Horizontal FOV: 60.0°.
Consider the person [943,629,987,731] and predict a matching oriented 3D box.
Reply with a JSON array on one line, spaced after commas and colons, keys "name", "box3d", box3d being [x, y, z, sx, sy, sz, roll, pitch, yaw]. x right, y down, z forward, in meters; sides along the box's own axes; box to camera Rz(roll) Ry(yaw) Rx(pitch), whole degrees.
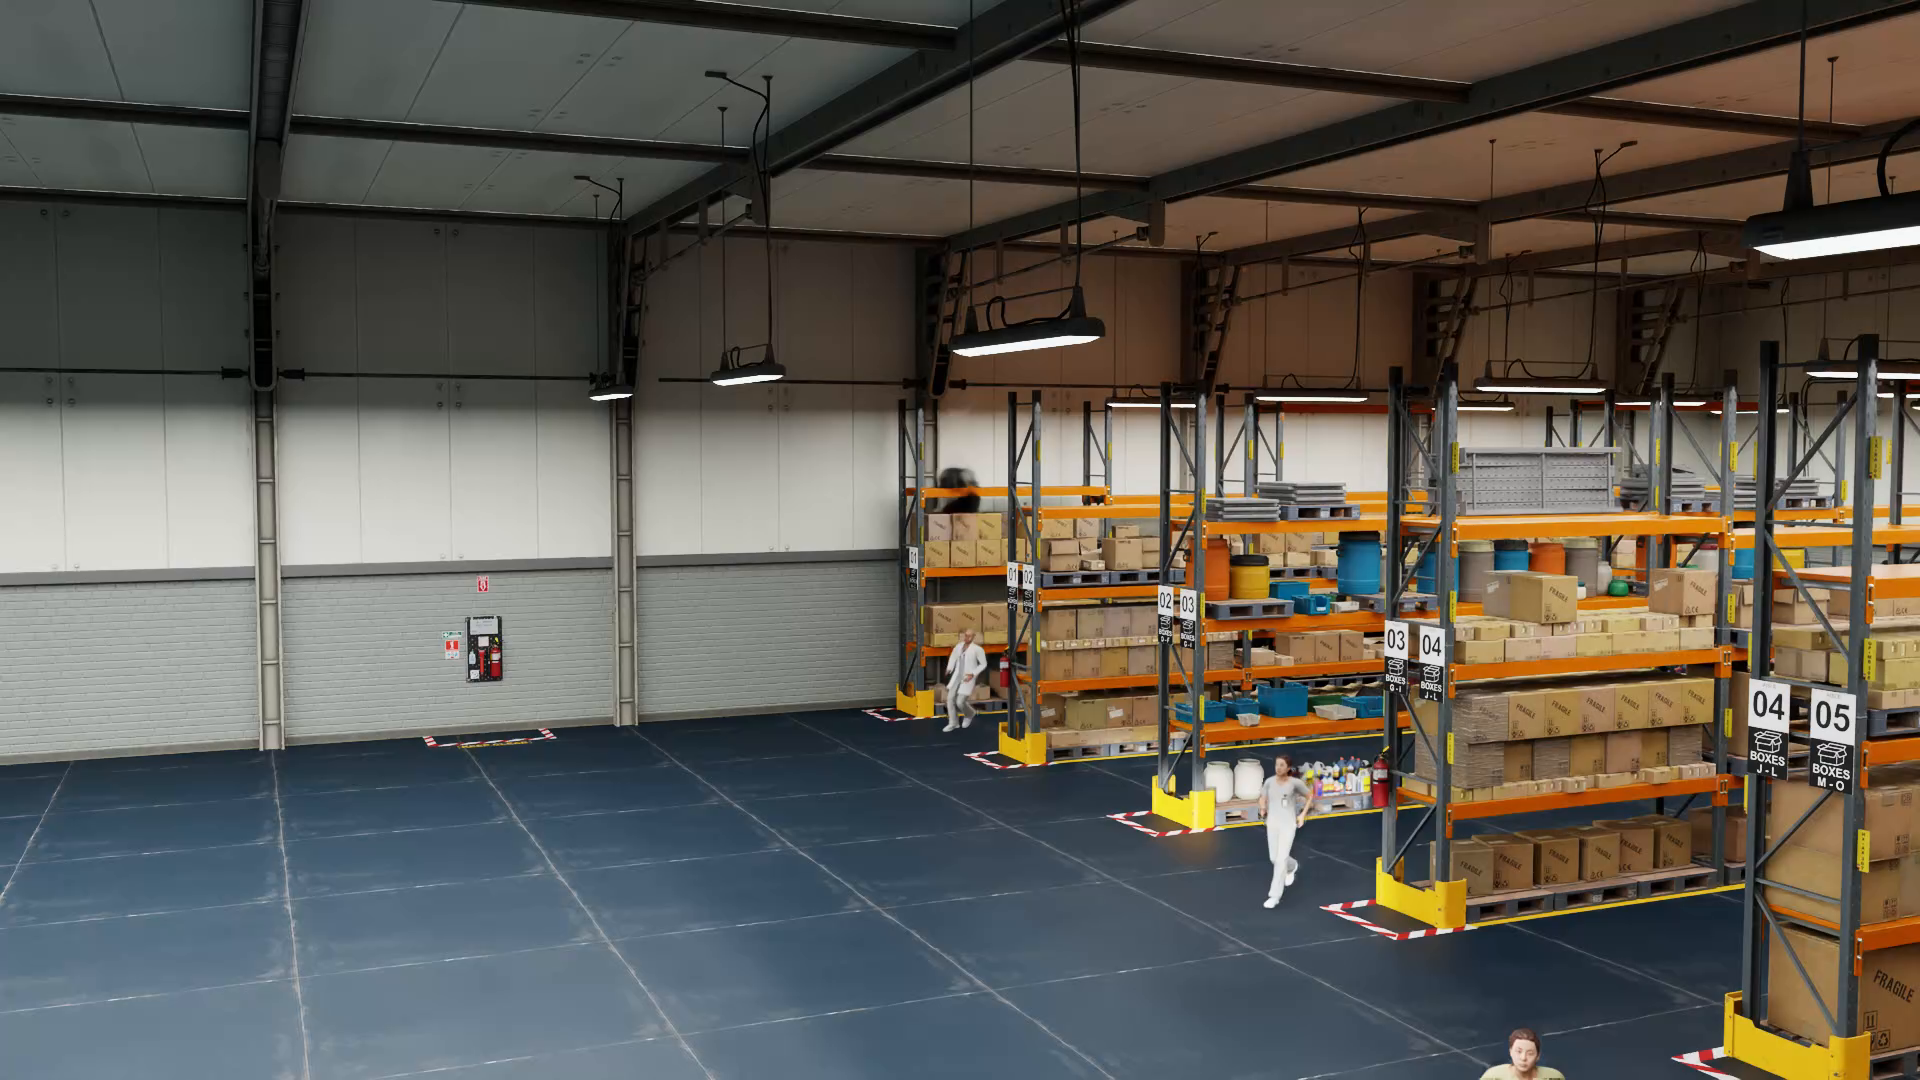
[{"name": "person", "box3d": [0.096, 2.377, 28.231, 0.760, 1.735, 0.671, 2, 4, 34]}]

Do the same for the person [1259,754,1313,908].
[{"name": "person", "box3d": [3.635, 3.225, 18.694, 0.578, 1.652, 0.949, 2, 4, 33]}]

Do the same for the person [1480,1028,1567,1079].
[{"name": "person", "box3d": [3.401, 3.743, 10.072, 0.600, 1.664, 0.986, 1, 4, 21]}]
